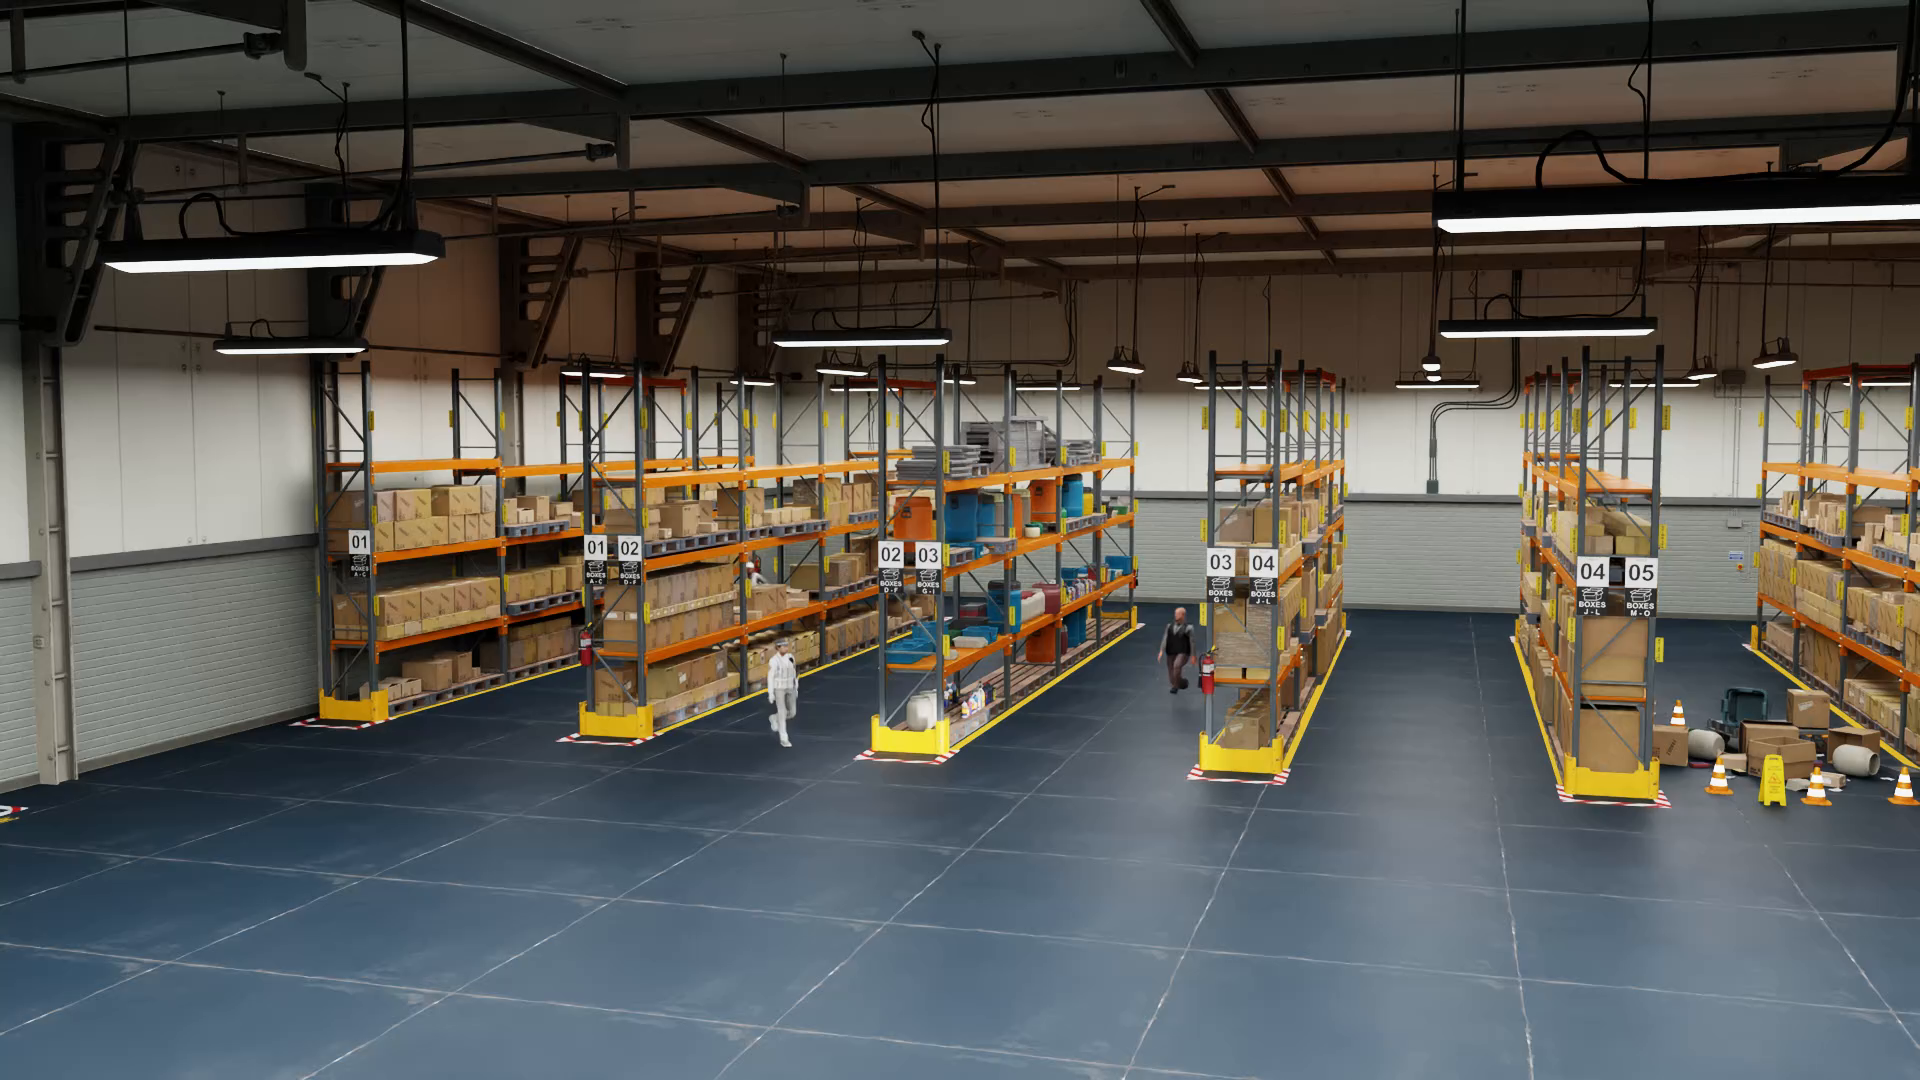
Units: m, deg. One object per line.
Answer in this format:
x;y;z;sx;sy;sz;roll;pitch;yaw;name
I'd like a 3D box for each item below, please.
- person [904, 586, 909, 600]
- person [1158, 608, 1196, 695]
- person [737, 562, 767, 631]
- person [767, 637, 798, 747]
-1.556;0.994;44.495;0.703;1.664;0.703;2;5;28;person
3.768;1.920;28.978;0.591;1.477;1.049;3;5;34;person
-4.911;1.345;39.456;0.635;1.681;0.725;2;5;26;person
-2.735;2.324;25.759;0.535;1.651;0.718;-3;5;-39;person
